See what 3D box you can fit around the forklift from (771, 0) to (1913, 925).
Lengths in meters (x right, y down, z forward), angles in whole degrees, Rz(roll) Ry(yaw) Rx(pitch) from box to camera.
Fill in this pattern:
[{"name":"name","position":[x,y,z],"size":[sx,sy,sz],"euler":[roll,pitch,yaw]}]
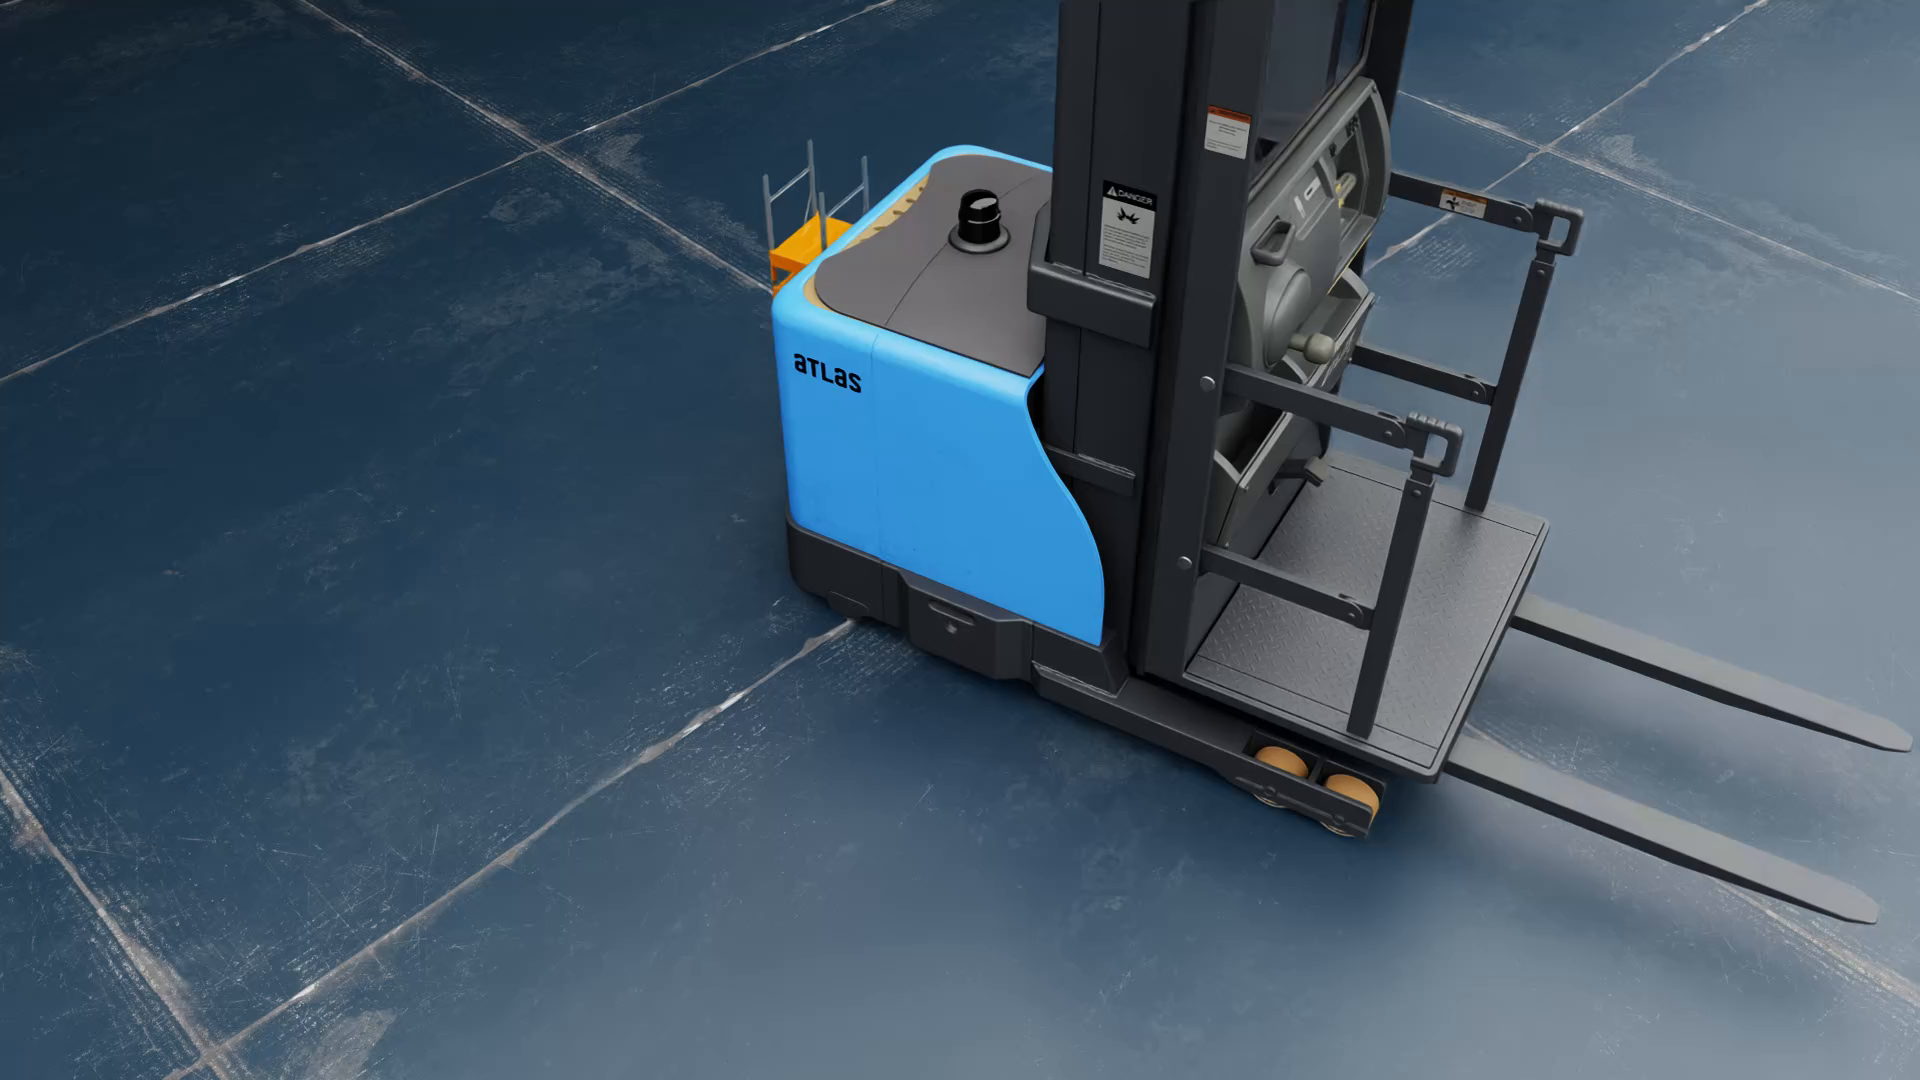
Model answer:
[{"name":"forklift","position":[1.021,-0.709,3.858],"size":[3.031,2.935,1.130],"euler":[21,47,21]}]

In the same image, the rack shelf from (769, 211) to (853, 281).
[{"name":"rack shelf","position":[-0.401,-0.824,4.793],"size":[0.180,0.103,0.258],"euler":[21,47,21]}]

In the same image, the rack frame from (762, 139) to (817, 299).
[{"name":"rack frame","position":[-0.481,-0.623,5.041],"size":[0.006,1.200,0.240],"euler":[21,47,21]}]

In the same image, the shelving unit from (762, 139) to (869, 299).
[{"name":"shelving unit","position":[-0.401,-0.593,5.007],"size":[0.189,1.200,0.258],"euler":[21,47,21]}]

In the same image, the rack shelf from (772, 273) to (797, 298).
[{"name":"rack shelf","position":[-0.401,-0.736,4.875],"size":[0.180,0.103,0.258],"euler":[21,47,21]}]

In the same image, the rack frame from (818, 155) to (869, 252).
[{"name":"rack frame","position":[-0.322,-0.562,4.974],"size":[0.006,1.200,0.240],"euler":[21,47,21]}]
